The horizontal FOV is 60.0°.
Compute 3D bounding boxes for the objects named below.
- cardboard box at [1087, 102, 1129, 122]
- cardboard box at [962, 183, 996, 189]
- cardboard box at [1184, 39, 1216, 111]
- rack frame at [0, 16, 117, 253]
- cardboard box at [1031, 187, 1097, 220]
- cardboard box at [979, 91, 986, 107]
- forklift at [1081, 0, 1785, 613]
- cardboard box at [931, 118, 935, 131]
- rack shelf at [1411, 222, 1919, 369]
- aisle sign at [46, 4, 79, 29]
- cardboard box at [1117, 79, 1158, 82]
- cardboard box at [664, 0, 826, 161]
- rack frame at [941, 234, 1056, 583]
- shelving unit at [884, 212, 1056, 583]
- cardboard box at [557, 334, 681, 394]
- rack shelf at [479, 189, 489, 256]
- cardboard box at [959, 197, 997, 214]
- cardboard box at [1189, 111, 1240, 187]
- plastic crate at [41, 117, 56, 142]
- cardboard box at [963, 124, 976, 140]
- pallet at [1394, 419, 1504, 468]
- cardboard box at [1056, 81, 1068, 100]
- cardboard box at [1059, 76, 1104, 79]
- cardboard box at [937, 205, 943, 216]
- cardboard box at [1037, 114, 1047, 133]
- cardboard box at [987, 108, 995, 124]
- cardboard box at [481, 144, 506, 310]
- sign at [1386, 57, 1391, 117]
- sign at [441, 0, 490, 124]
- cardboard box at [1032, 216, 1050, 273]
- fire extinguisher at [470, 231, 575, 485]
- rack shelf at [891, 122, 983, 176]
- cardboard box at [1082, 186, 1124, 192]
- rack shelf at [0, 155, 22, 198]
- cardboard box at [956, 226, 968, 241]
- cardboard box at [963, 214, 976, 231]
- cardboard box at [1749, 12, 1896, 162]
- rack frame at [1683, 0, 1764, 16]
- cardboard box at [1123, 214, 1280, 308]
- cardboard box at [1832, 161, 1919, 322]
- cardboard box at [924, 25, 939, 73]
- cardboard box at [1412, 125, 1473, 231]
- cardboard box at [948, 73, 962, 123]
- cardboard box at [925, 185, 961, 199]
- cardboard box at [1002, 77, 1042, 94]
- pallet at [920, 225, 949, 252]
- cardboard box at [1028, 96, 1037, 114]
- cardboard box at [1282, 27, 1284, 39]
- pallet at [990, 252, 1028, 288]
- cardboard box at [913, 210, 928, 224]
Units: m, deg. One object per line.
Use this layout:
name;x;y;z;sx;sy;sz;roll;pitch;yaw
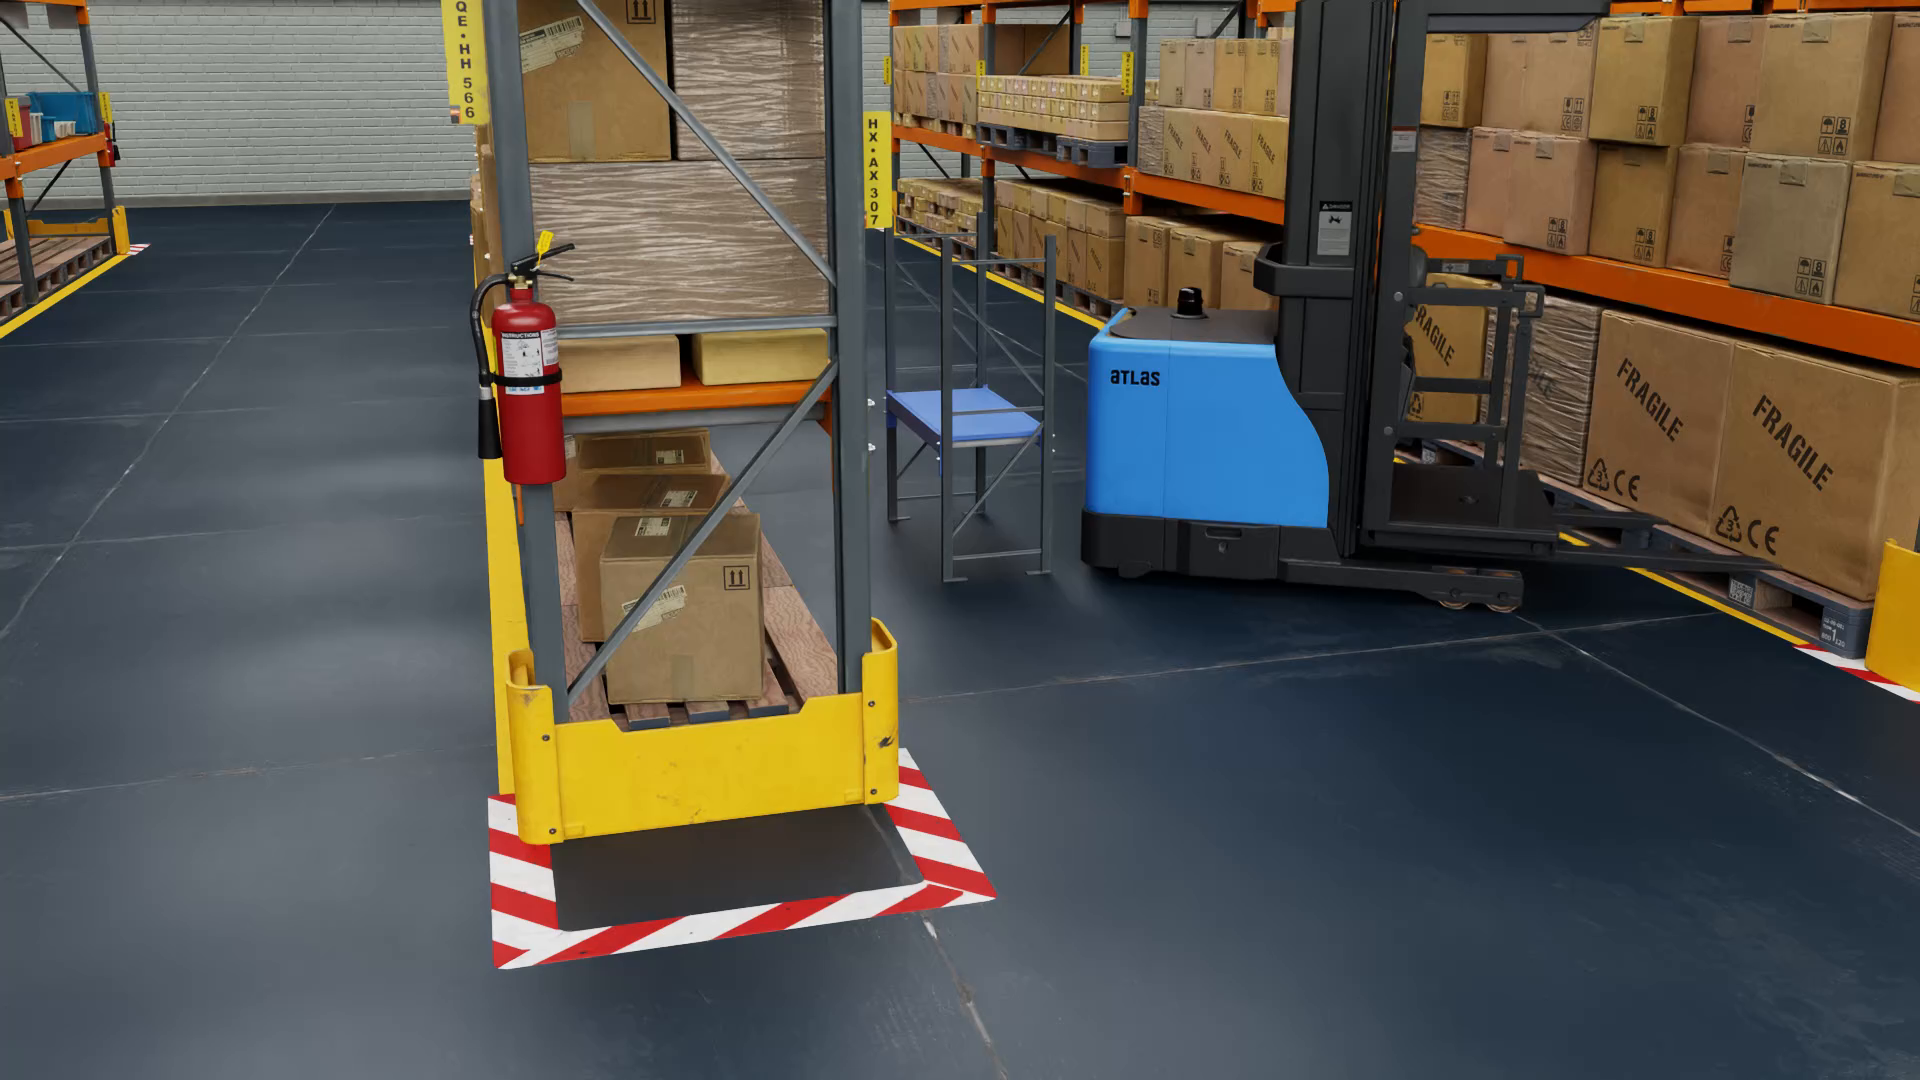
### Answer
cardboard box;1.258;-3.501;13.581;0.380;0.149;0.250;-4;17;-14
cardboard box;0.239;-4.171;19.817;0.380;0.149;0.250;-5;18;-17
cardboard box;2.086;-3.439;12.274;0.700;0.500;0.500;-5;17;-16
rack frame;-9.926;-4.634;18.164;1.000;3.000;0.127;-5;17;-15
cardboard box;0.966;-3.132;15.477;0.500;0.250;0.500;-4;17;-13
cardboard box;0.398;-4.361;16.446;0.380;0.149;0.250;-4;17;-14
forklift;2.112;-1.269;7.081;3.031;2.935;1.130;4;17;13
cardboard box;-0.115;-4.726;18.908;0.380;0.149;0.250;-4;17;-13
rack shelf;3.480;-1.172;7.892;1.077;0.370;4.000;-5;17;-15
aisle sign;-9.664;-5.922;17.933;0.394;0.787;0.004;-5;17;-15
cardboard box;1.603;-3.976;14.646;0.380;0.149;0.250;-4;17;-13
cardboard box;-0.656;-1.442;5.111;0.500;0.500;0.500;-5;17;-15
rack frame;0.163;-0.554;7.190;0.500;1.500;0.032;-5;17;-15
shelving unit;0.023;-0.695;7.658;0.538;1.500;1.048;-5;17;-15
cardboard box;-1.043;-0.542;4.978;0.380;0.149;0.250;-5;17;-15
rack shelf;-2.416;-1.915;10.363;1.077;0.370;4.000;-5;17;-15
cardboard box;0.201;-3.617;17.972;0.380;0.149;0.250;-5;17;-16
cardboard box;1.976;-2.799;11.882;0.500;0.500;0.500;-5;17;-15
plastic crate;-9.115;-4.034;16.356;0.416;0.233;0.300;-5;17;-15
cardboard box;0.253;-4.286;17.443;0.380;0.149;0.250;-5;17;-17
pallet;3.065;-0.518;9.310;1.003;0.211;1.213;-5;17;-15
cardboard box;1.040;-3.857;14.252;0.380;0.149;0.250;-4;17;-14
cardboard box;1.174;-4.407;16.083;0.380;0.149;0.250;-5;18;-17
cardboard box;-0.052;-3.844;19.245;0.380;0.149;0.250;-4;17;-12
cardboard box;0.907;-3.713;14.805;0.380;0.149;0.250;-4;17;-14
cardboard box;0.480;-4.142;16.235;0.380;0.149;0.250;-4;17;-14
cardboard box;-1.144;-1.073;5.619;0.875;0.500;0.500;-5;17;-15
sign;2.412;-2.541;9.323;0.100;0.325;0.005;-5;17;-15
sign;-1.306;-1.267;4.394;0.100;0.325;0.005;-5;17;-15
cardboard box;0.984;-2.772;15.580;0.500;0.500;0.500;-4;17;-14
fire extinguisher;-1.178;-0.494;4.518;0.296;0.674;0.183;-5;17;-15
rack shelf;0.183;-4.492;18.942;1.077;0.370;4.000;-5;17;-15
cardboard box;1.467;-3.172;15.609;0.500;0.250;0.500;-6;18;-18
rack shelf;-8.277;-2.629;12.742;1.077;0.370;4.000;-5;17;-15
cardboard box;0.171;-3.347;18.105;0.380;0.149;0.250;-5;18;-17
cardboard box;0.254;-3.397;17.756;0.380;0.149;0.250;-6;18;-18
cardboard box;3.725;-1.803;6.603;0.875;0.550;0.550;-5;17;-15
rack frame;6.563;-3.596;14.709;1.000;3.000;0.127;-5;17;-15
cardboard box;1.912;-2.125;12.992;1.050;0.750;0.750;-5;17;-16
cardboard box;3.885;-1.135;6.255;0.875;0.550;0.550;-5;17;-15
cardboard box;-0.089;-5.488;18.579;0.500;0.500;0.500;-5;18;-17
cardboard box;3.044;-2.041;9.272;0.875;0.550;0.550;-5;17;-15
cardboard box;0.186;-4.729;17.789;0.500;0.500;0.500;-5;17;-17
cardboard box;-0.197;-4.052;19.420;0.380;0.149;0.250;-4;17;-13
cardboard box;0.615;-4.286;15.680;0.380;0.149;0.250;-5;17;-16
pallet;0.175;-3.469;19.132;1.003;0.211;1.213;-5;17;-15
cardboard box;0.830;-3.929;15.006;0.380;0.149;0.250;-5;17;-16
cardboard box;4.336;-6.459;21.202;0.380;0.149;0.250;-4;17;-14
pallet;0.948;-2.732;16.681;1.003;0.211;1.213;-5;17;-15
cardboard box;-0.340;-3.842;19.752;0.380;0.149;0.250;-4;17;-15
